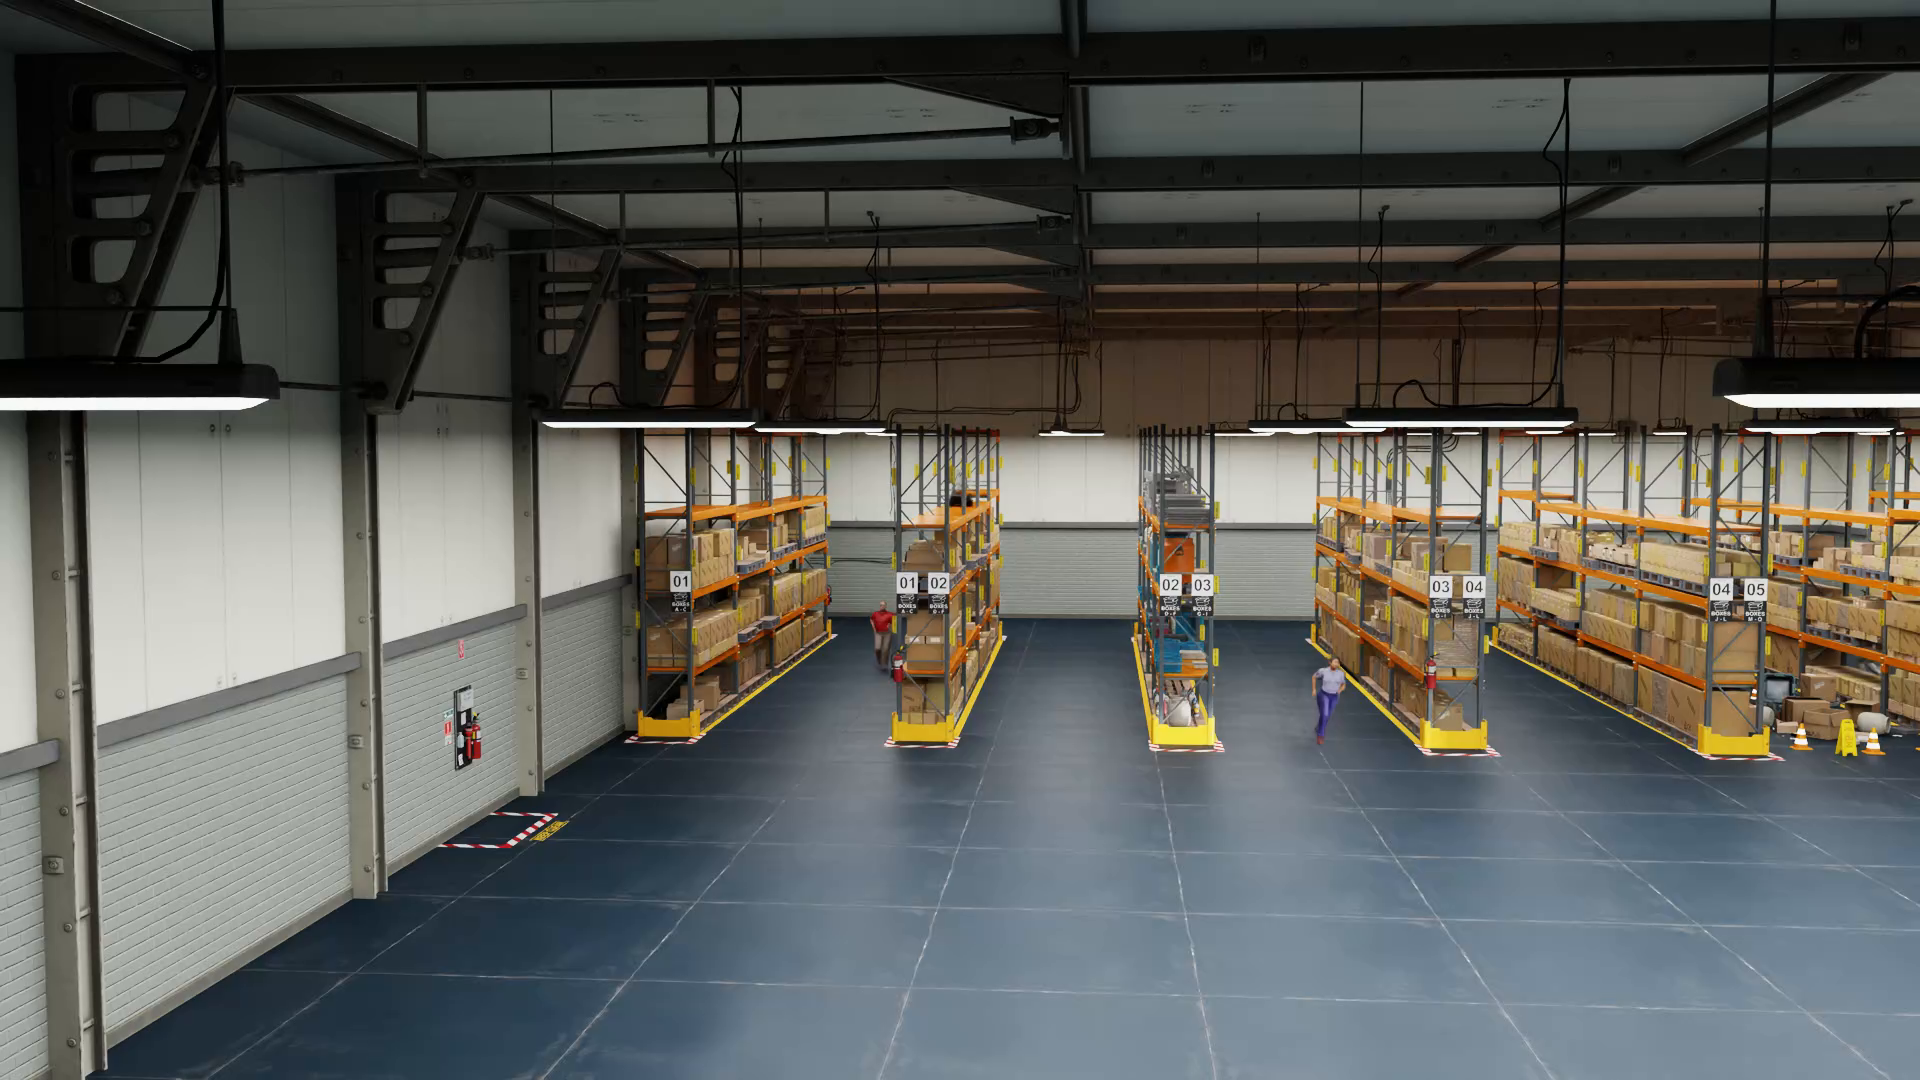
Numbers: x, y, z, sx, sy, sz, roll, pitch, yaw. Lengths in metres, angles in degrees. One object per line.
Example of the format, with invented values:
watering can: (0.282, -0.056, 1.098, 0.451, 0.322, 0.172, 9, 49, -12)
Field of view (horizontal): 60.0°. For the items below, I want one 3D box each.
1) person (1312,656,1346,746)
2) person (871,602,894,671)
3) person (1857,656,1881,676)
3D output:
person: (6.905, 2.991, 31.292, 0.677, 1.628, 0.841, -1, 4, -11)
person: (-1.912, 2.384, 41.034, 0.672, 1.728, 0.689, 0, 3, 6)
person: (21.277, 2.562, 38.943, 0.604, 1.614, 0.715, 0, 3, -2)
